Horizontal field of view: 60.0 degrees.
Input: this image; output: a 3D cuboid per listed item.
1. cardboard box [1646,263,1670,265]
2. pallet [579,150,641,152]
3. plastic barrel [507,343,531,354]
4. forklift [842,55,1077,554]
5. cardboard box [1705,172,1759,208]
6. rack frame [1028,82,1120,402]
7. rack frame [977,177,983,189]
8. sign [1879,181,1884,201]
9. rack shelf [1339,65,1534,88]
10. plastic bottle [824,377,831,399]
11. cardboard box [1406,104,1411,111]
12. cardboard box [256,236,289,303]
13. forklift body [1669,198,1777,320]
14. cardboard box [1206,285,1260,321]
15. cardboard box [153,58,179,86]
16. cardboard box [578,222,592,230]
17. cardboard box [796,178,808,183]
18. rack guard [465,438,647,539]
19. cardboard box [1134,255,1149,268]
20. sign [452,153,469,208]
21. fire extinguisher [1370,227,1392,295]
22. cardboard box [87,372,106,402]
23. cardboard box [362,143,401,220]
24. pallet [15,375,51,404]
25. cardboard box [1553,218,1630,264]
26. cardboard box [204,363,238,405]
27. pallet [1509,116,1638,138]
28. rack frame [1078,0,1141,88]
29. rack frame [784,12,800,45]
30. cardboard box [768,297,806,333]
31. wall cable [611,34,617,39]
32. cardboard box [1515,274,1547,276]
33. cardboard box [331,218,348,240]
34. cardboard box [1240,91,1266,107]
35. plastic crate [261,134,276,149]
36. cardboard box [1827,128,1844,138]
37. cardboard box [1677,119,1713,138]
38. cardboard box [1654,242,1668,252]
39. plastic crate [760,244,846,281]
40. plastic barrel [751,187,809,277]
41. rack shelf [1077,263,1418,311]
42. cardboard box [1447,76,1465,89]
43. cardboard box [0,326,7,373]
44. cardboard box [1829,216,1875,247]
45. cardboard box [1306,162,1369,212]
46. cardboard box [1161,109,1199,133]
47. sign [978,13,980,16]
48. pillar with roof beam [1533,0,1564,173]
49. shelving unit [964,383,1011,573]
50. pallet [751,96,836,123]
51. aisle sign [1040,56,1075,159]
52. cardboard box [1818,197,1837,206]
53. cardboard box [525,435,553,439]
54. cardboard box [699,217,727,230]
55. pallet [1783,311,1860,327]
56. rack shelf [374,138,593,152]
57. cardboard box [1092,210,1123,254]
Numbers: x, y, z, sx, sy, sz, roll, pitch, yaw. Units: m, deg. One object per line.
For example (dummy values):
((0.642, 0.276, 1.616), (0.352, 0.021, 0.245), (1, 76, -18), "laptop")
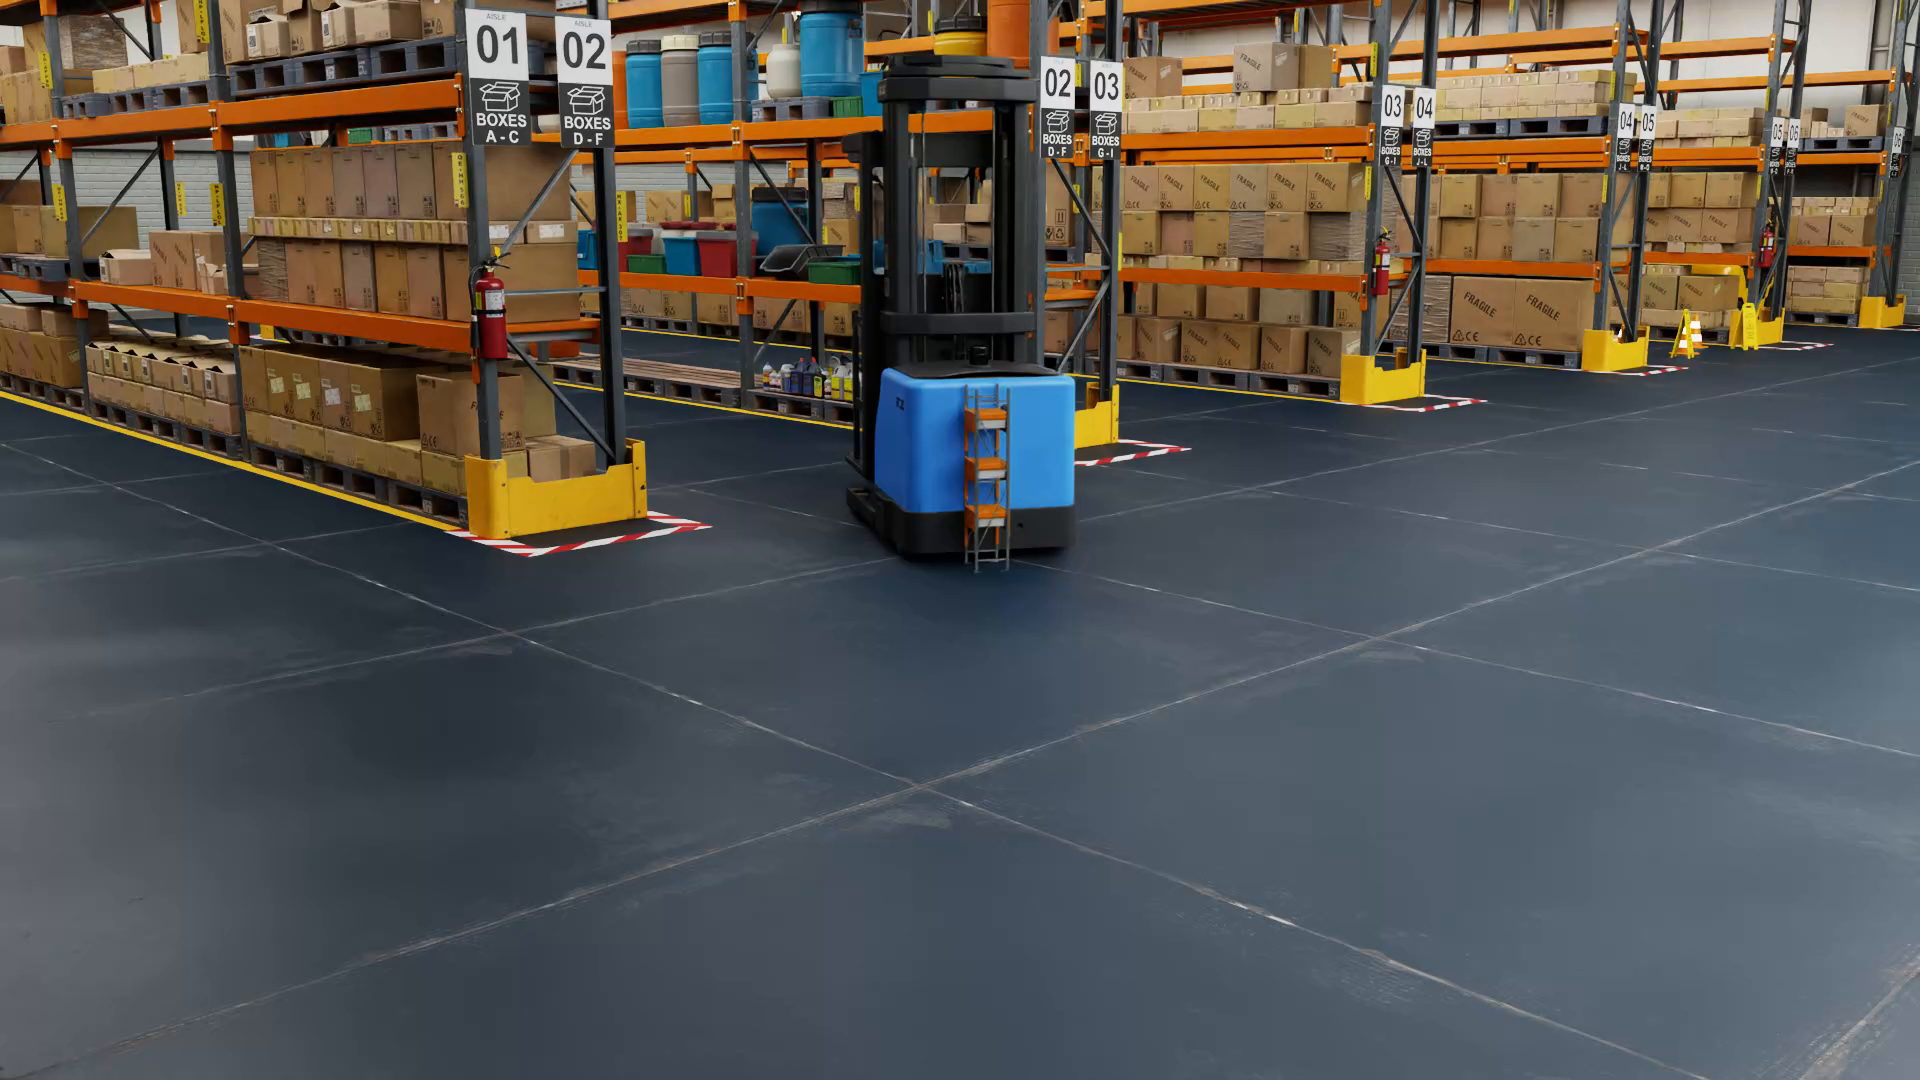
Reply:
((12.636, -4.848, 29.779), (0.500, 0.250, 0.500), (-11, 16, -43), "cardboard box")
((-5.993, -6.611, 27.825), (1.003, 0.211, 1.213), (-11, 16, -43), "pallet")
((-5.375, -2.560, 20.503), (0.421, 0.512, 0.421), (0, 12, 0), "plastic barrel")
((-0.153, -1.603, 10.901), (1.130, 2.935, 3.031), (-3, 12, -13), "forklift")
((11.193, -5.066, 24.079), (0.500, 0.500, 0.700), (11, 16, 44), "cardboard box")
((0.954, -2.267, 13.953), (1.000, 3.000, 0.127), (-11, 16, -43), "rack frame")
((0.655, -6.673, 35.340), (1.000, 3.000, 0.127), (-11, 16, -43), "rack frame")
((14.889, -5.640, 26.868), (0.100, 0.325, 0.005), (-11, 16, -43), "sign")
((7.561, -7.603, 27.764), (1.077, 0.370, 4.000), (-11, 16, -43), "rack shelf")
((-1.242, -1.448, 15.822), (0.097, 0.201, 0.097), (0, 12, 0), "plastic bottle")
((5.916, -5.829, 22.158), (0.500, 0.250, 0.500), (-11, 16, -43), "cardboard box")
((-5.082, -2.146, 13.119), (0.500, 0.500, 0.700), (11, 16, 44), "cardboard box")
((12.663, -4.637, 27.561), (2.313, 2.155, 1.214), (-11, 16, -43), "forklift body")
((4.274, -3.540, 24.669), (1.050, 0.750, 0.750), (-11, 16, -43), "cardboard box")
((-6.669, -4.050, 14.505), (0.500, 0.250, 0.500), (10, 15, 40), "cardboard box")
((-6.013, -5.181, 27.736), (0.500, 0.250, 0.500), (-11, 16, -43), "cardboard box")
((-2.738, -6.550, 31.282), (0.500, 0.500, 0.500), (-11, 16, -43), "cardboard box")
((-2.614, -0.349, 10.841), (1.175, 0.500, 0.348), (-11, 16, -43), "rack guard")
((2.241, -3.238, 19.291), (0.380, 0.149, 0.250), (-11, 16, -43), "cardboard box")
((-3.033, -2.186, 10.107), (0.100, 0.325, 0.005), (-11, 16, -43), "sign")
((4.282, -2.838, 16.918), (0.296, 0.674, 0.183), (-11, 16, -43), "fire extinguisher")
((-8.006, -1.486, 15.938), (0.500, 0.250, 0.500), (-11, 16, -43), "cardboard box")
((-3.696, -2.488, 11.567), (0.700, 0.500, 0.500), (-11, 16, -42), "cardboard box")
((-9.482, -1.671, 17.972), (1.003, 0.211, 1.213), (-11, 16, -43), "pallet")
((7.905, -3.755, 20.803), (0.875, 0.550, 0.550), (-11, 16, -43), "cardboard box")
((-5.880, -1.313, 13.710), (0.500, 0.311, 0.500), (-11, 16, -43), "cardboard box")
((7.674, -5.166, 20.811), (1.003, 0.211, 1.213), (-11, 16, -43), "pallet")
((1.774, -6.479, 19.531), (1.000, 3.000, 0.127), (-11, 16, -43), "rack frame")
((-2.856, -8.907, 31.315), (1.000, 3.000, 0.127), (-11, 16, -43), "rack frame")
((-2.060, -3.524, 24.282), (1.225, 0.875, 0.875), (-11, 16, -42), "cardboard box")
((-7.925, -11.111, 34.044), (2.277, 5.999, 0.120), (-11, 16, -43), "wall cable")
((9.154, -4.024, 26.398), (0.500, 0.500, 0.500), (-10, 15, -40), "cardboard box")
((-4.275, -2.236, 11.947), (0.380, 0.149, 0.250), (-11, 16, -43), "cardboard box")
((3.226, -4.736, 17.887), (0.250, 0.149, 0.380), (11, 16, 42), "cardboard box")
((-10.031, -5.912, 24.536), (0.497, 0.269, 0.590), (-11, 16, -43), "plastic crate")
((14.500, -6.709, 27.418), (0.250, 0.149, 0.380), (11, 16, 44), "cardboard box")
((10.819, -5.992, 24.235), (0.500, 0.250, 0.500), (-11, 16, -43), "cardboard box")
((10.599, -4.392, 24.890), (0.380, 0.149, 0.250), (-11, 16, -42), "cardboard box")
((-1.538, -2.726, 16.336), (0.767, 0.338, 0.504), (-11, 16, -43), "plastic crate")
((-1.856, -3.194, 17.214), (0.600, 0.901, 0.708), (-11, 16, -43), "plastic barrel")
((3.155, -2.896, 18.792), (1.077, 0.370, 4.000), (-11, 16, -43), "rack shelf")
((6.488, -5.886, 21.444), (0.380, 0.149, 0.250), (-11, 16, -43), "cardboard box")
((-10.383, -2.139, 18.436), (0.500, 0.500, 0.500), (-11, 16, -42), "cardboard box")
((14.762, -5.114, 27.527), (0.500, 0.500, 0.500), (-11, 16, -44), "cardboard box")
((3.978, -3.687, 17.385), (0.500, 0.500, 0.500), (-11, 16, -43), "cardboard box")
((2.604, -4.684, 18.626), (0.500, 0.250, 0.500), (11, 16, 43), "cardboard box")
((0.304, -8.936, 28.751), (0.100, 0.325, 0.005), (-11, 16, -43), "sign")
((8.205, -8.471, 29.202), (9.100, 9.000, 0.400), (-11, 16, -43), "pillar with roof beam")
((0.154, -0.354, 9.503), (0.215, 1.050, 0.252), (-3, 12, -13), "shelving unit")
((-1.239, -4.135, 16.058), (1.213, 0.211, 1.003), (-11, 16, -43), "pallet")
((0.789, -3.488, 13.439), (0.394, 0.787, 0.004), (-11, 16, -43), "aisle sign")
((14.499, -5.631, 27.692), (0.380, 0.149, 0.250), (-10, 16, -41), "cardboard box")
((-3.188, -0.618, 11.722), (0.500, 0.250, 0.500), (-11, 16, -43), "cardboard box")
((-3.614, -4.655, 25.299), (0.500, 0.500, 0.500), (-11, 16, -42), "cardboard box")
((14.733, -3.770, 28.161), (1.003, 0.211, 1.213), (-11, 16, -43), "pallet")
((-5.951, -4.843, 20.807), (1.077, 0.370, 4.000), (-11, 16, -43), "rack shelf")
((2.040, -3.661, 19.736), (0.875, 0.500, 0.500), (-11, 16, -43), "cardboard box")
